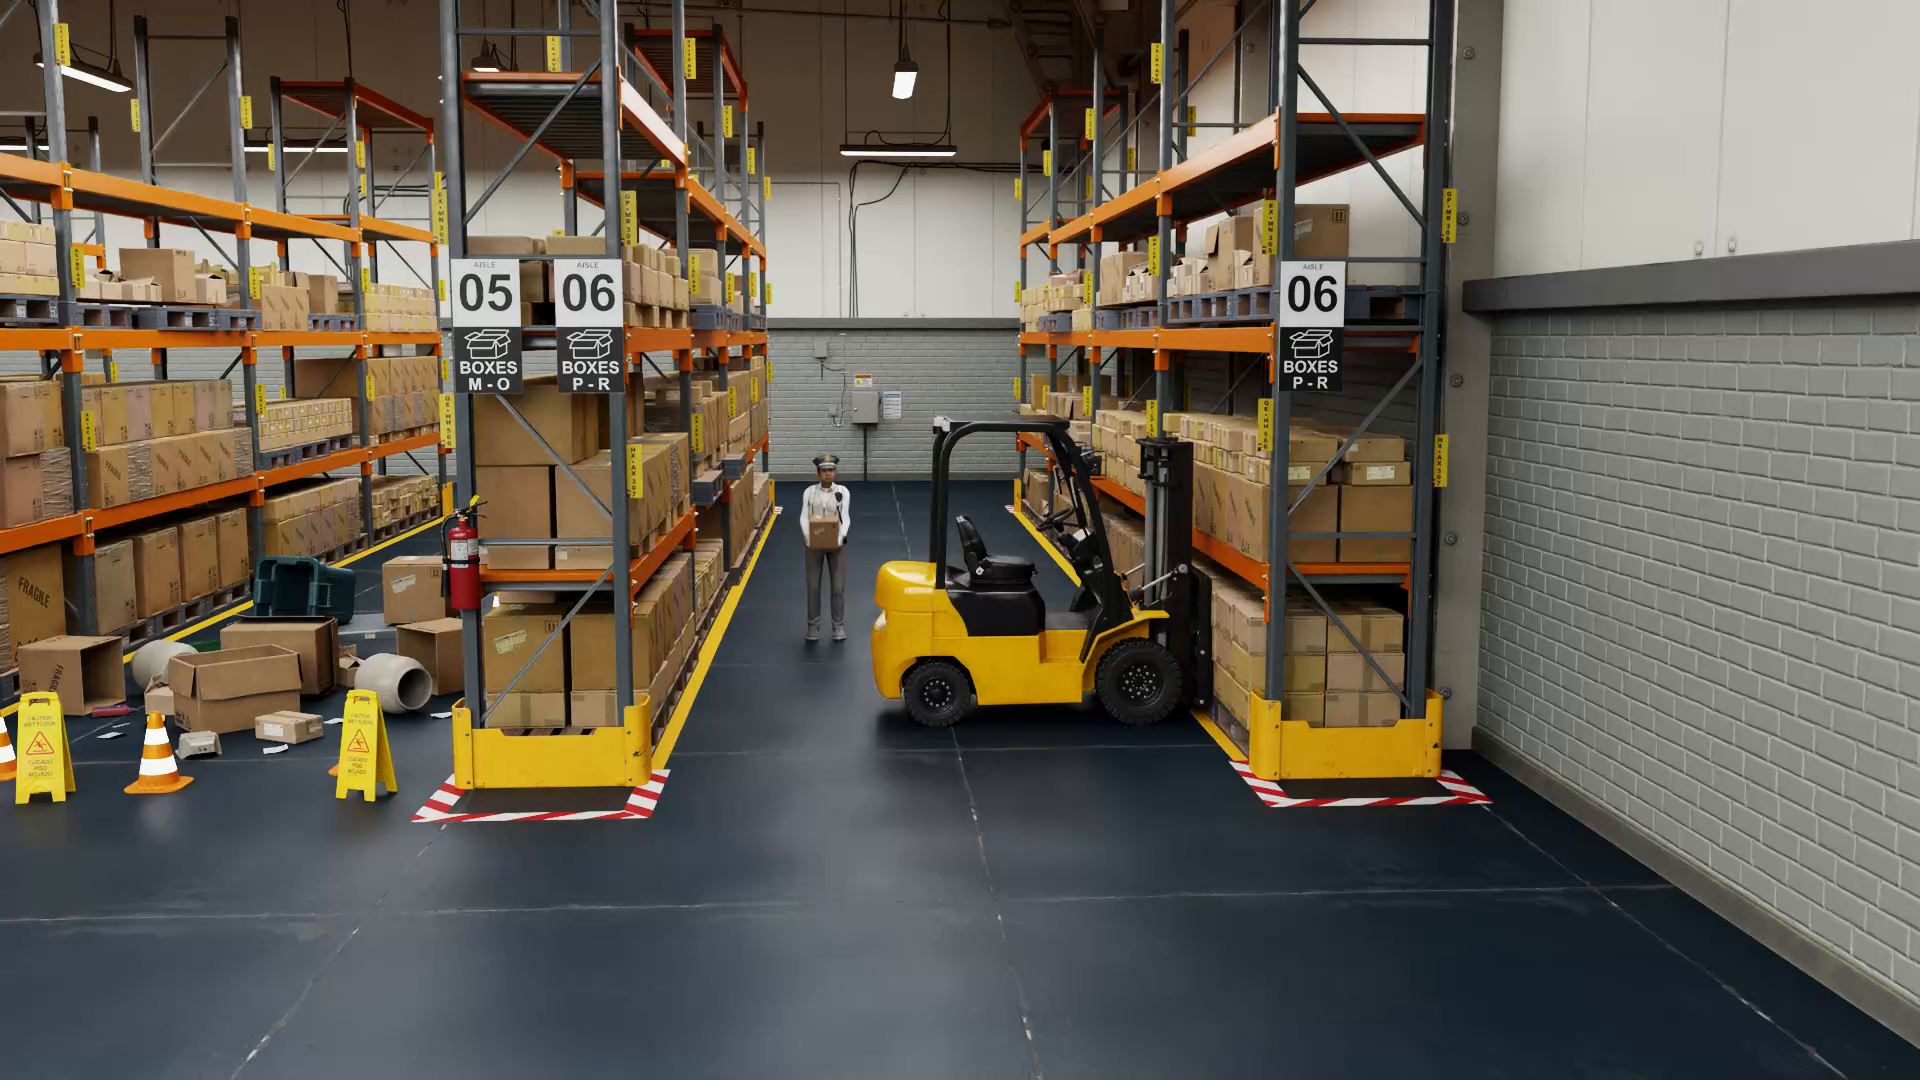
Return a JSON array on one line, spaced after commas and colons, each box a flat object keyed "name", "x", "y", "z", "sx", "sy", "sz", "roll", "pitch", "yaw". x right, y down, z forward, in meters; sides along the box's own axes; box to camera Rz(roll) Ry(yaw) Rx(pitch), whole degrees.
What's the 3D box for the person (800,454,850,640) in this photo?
[{"name": "person", "x": -1.225, "y": 0.068, "z": 15.107, "sx": 0.459, "sy": 1.686, "sz": 0.551, "roll": 0, "pitch": 7, "yaw": -3}]
